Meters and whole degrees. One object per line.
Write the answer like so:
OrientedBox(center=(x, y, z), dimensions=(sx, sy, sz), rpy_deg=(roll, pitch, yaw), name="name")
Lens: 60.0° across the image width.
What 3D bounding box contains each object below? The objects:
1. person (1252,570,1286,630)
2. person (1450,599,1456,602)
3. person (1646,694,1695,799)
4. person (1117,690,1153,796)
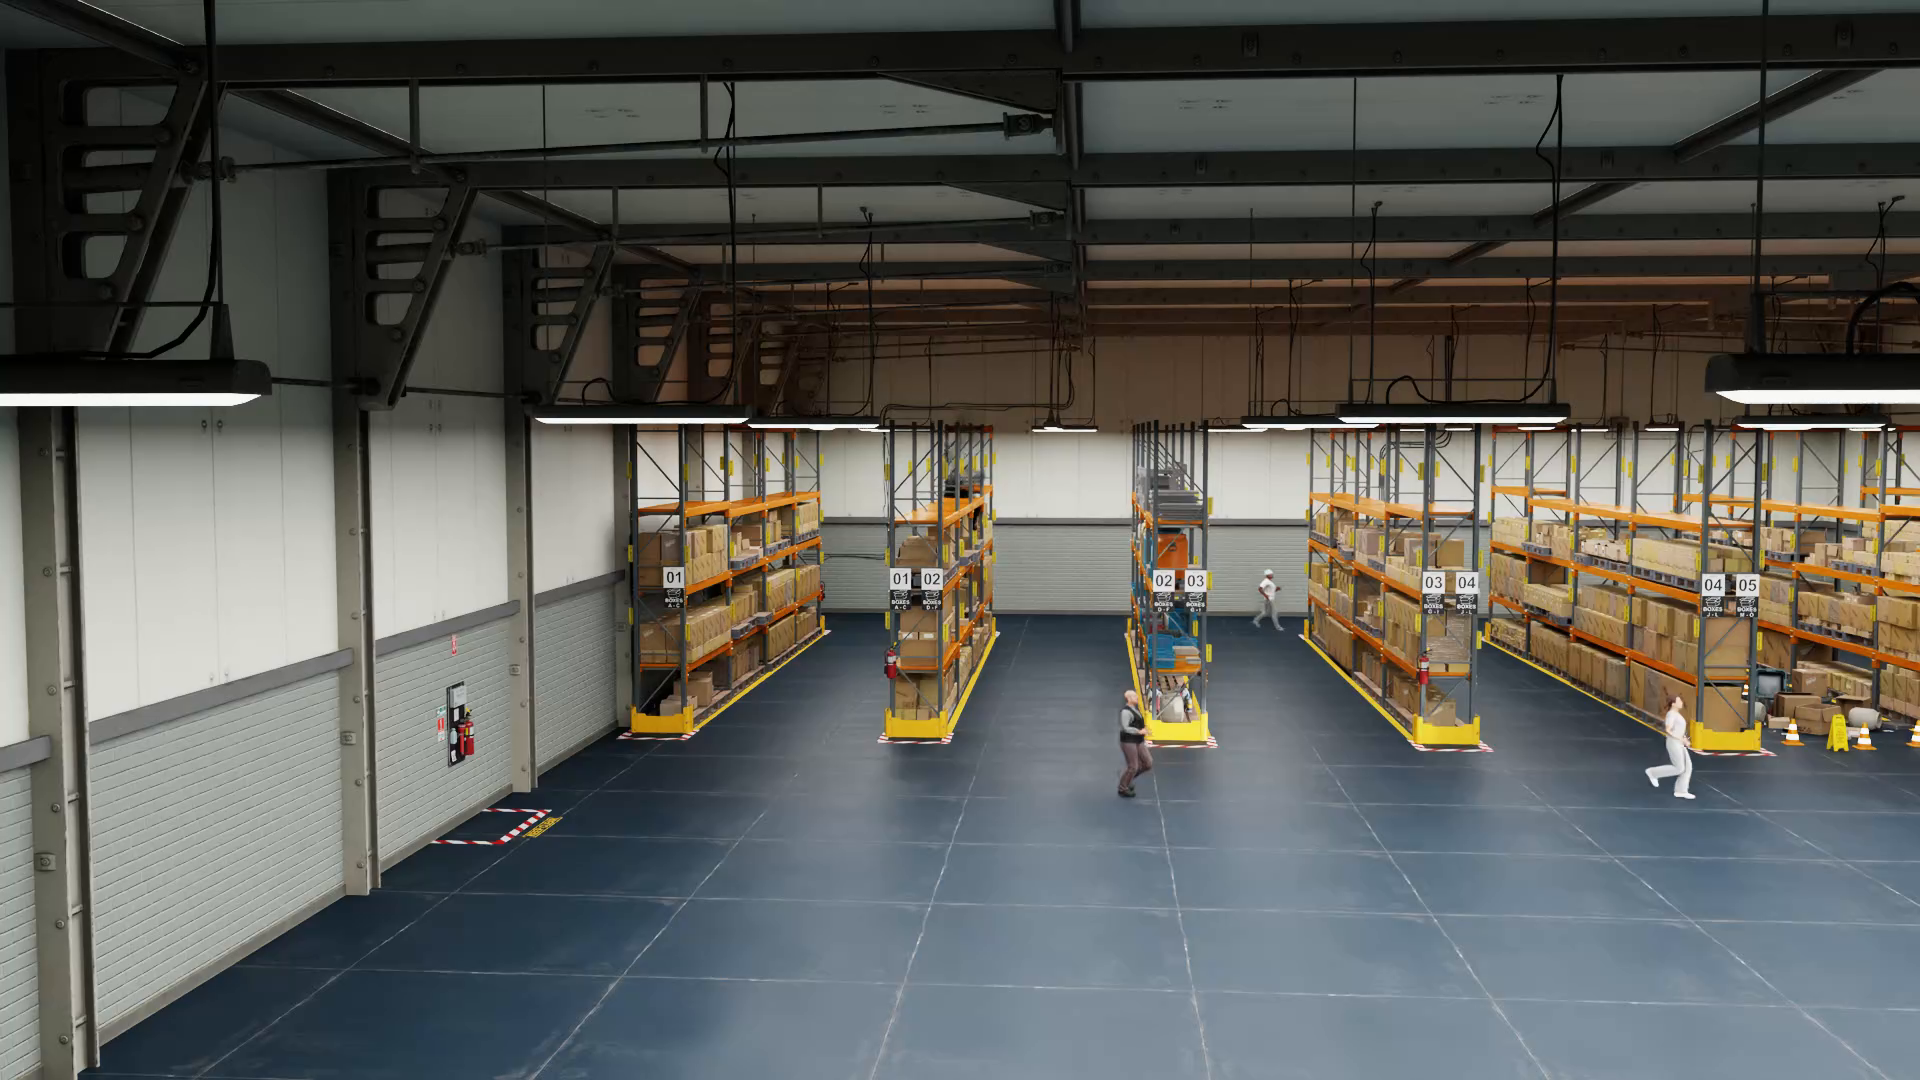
OrientedBox(center=(9.026, 1.742, 48.534), dimensions=(0.989, 1.754, 0.700), rpy_deg=(1, 4, 15), name="person")
OrientedBox(center=(13.927, 1.943, 46.659), dimensions=(0.640, 1.726, 0.704), rpy_deg=(3, 5, 43), name="person")
OrientedBox(center=(11.259, 3.246, 26.296), dimensions=(0.731, 1.641, 0.565), rpy_deg=(2, 4, 32), name="person")
OrientedBox(center=(2.776, 3.210, 26.291), dimensions=(0.592, 1.681, 0.645), rpy_deg=(2, 4, 29), name="person")
